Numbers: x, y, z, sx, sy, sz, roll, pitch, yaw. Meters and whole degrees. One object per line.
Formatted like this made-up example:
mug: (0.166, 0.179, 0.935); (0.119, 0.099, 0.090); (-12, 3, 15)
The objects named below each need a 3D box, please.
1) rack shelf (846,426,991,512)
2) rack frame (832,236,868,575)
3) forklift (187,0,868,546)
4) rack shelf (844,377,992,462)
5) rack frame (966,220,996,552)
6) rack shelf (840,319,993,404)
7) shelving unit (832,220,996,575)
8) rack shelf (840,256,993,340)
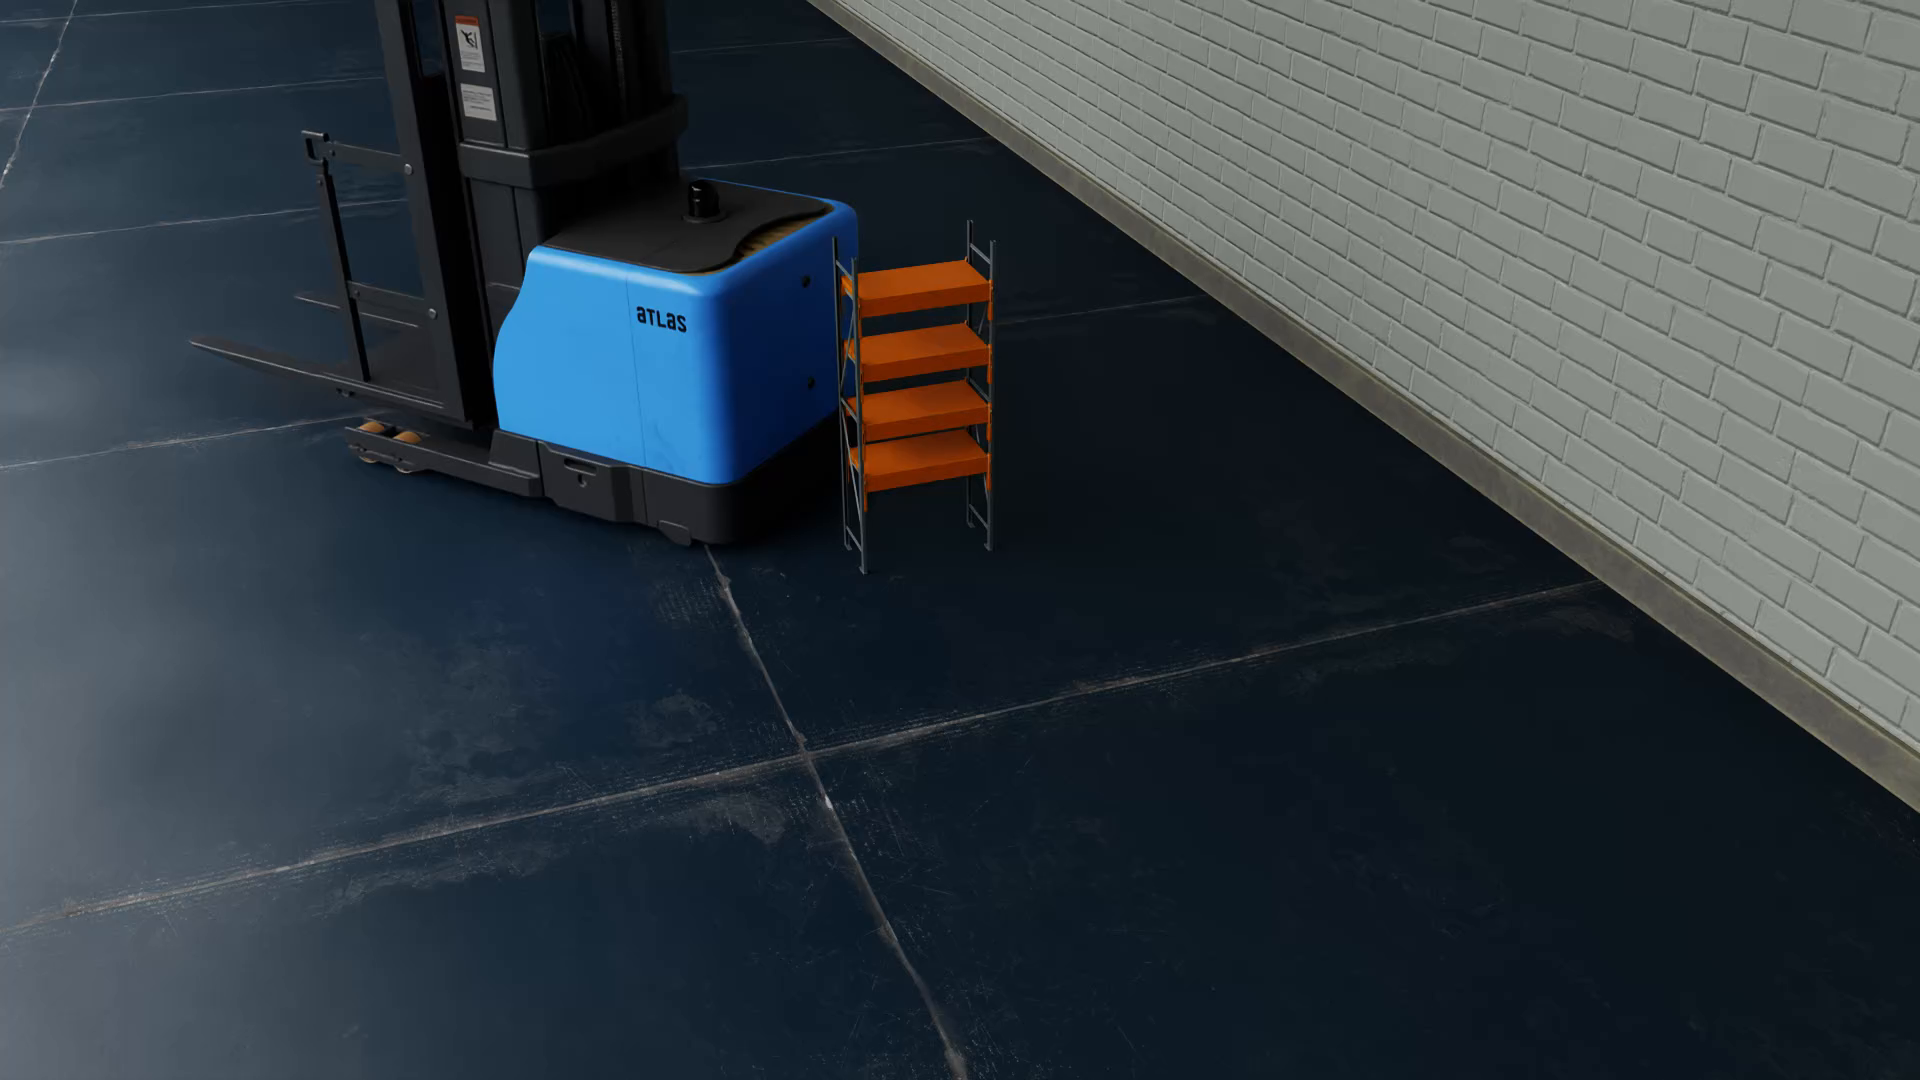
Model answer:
rack shelf: (-0.155, -0.262, 6.034); (0.480, 0.148, 0.258); (-10, 31, -18)
rack frame: (-0.384, -0.451, 5.829); (0.015, 1.200, 0.240); (-10, 31, -18)
forklift: (-1.922, -1.756, 6.372); (3.031, 2.935, 1.130); (15, 33, 24)
rack shelf: (-0.155, -0.434, 5.936); (0.480, 0.148, 0.258); (-10, 31, -18)
rack frame: (0.074, -0.535, 5.977); (0.015, 1.200, 0.240); (-10, 31, -18)
rack shelf: (-0.155, -0.629, 5.825); (0.480, 0.148, 0.258); (-10, 31, -18)
shelving unit: (-0.155, -0.493, 5.903); (0.503, 1.200, 0.258); (-10, 31, -18)
rack shelf: (-0.155, -0.834, 5.708); (0.480, 0.148, 0.258); (-10, 31, -18)
